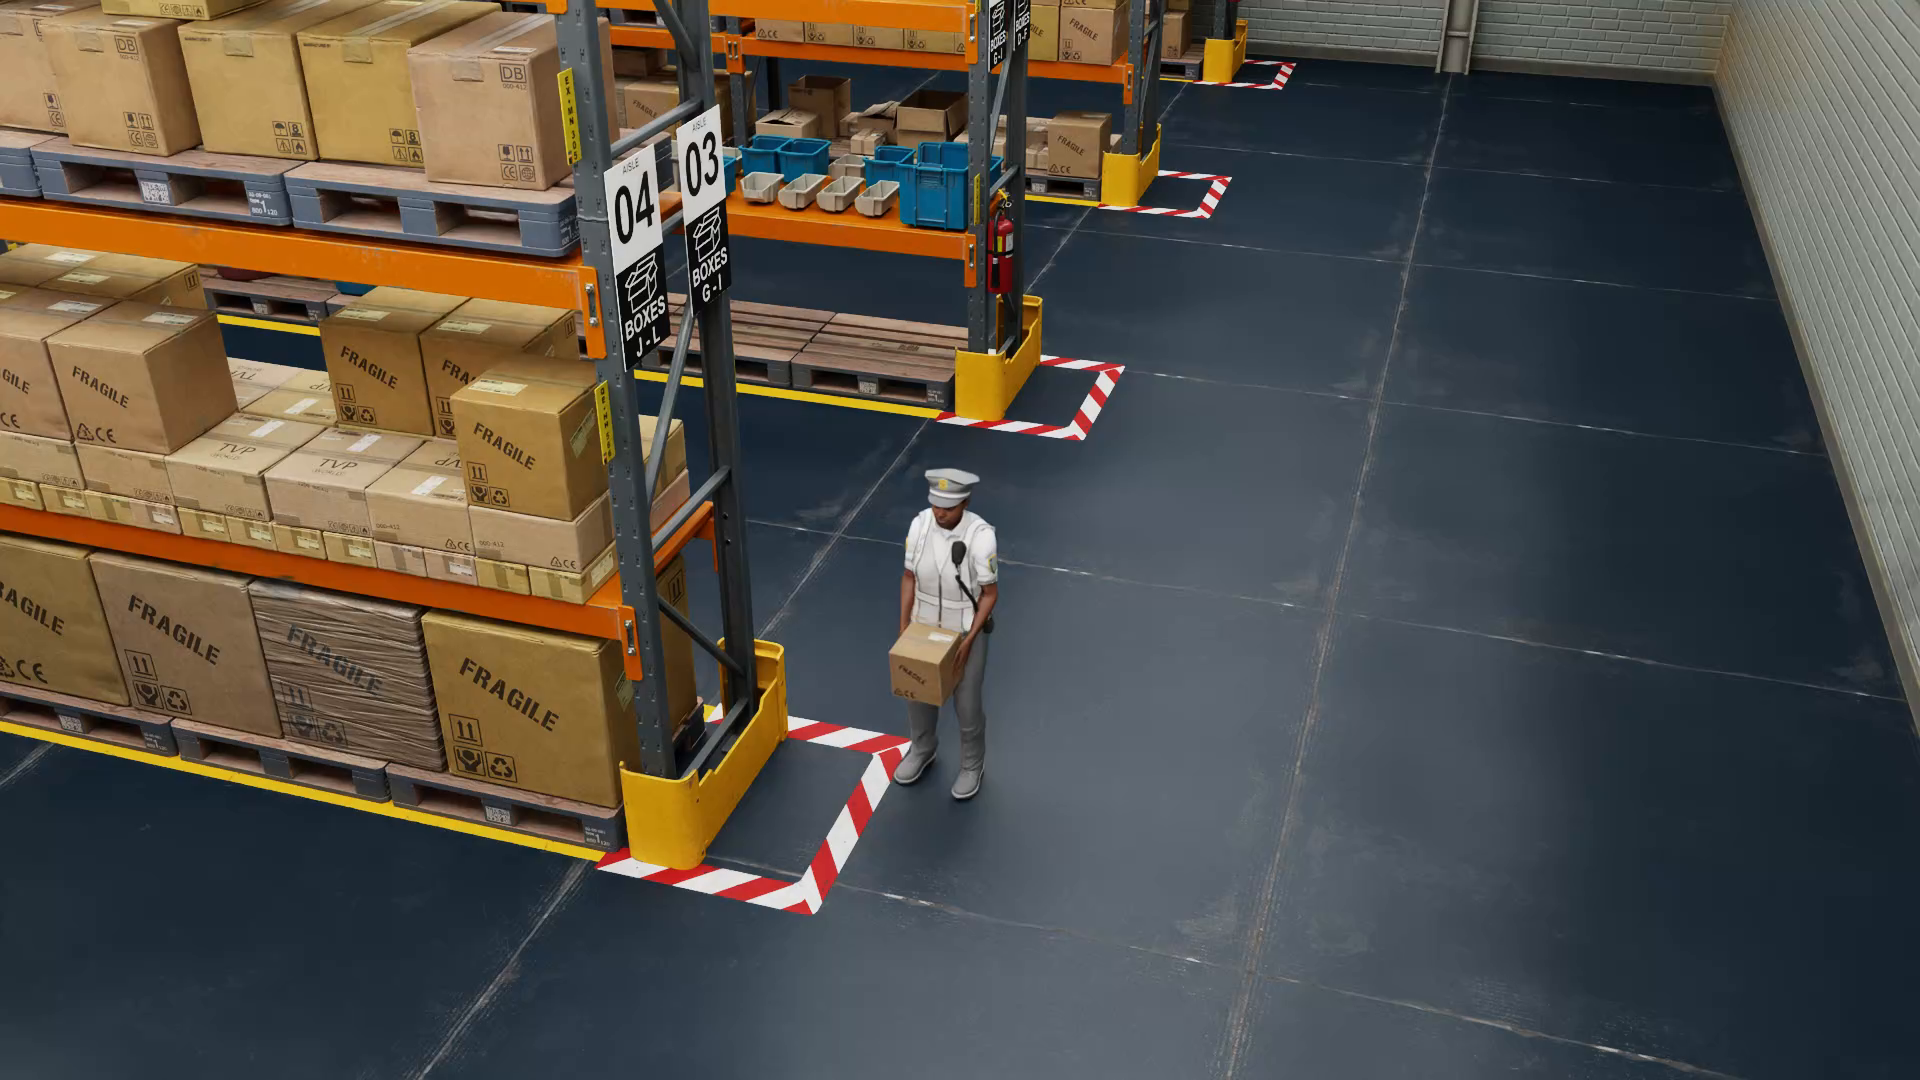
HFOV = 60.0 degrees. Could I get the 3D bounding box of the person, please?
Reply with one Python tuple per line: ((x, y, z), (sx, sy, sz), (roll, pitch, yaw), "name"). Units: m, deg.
((-0.064, 0.425, 7.721), (0.479, 1.684, 0.429), (12, 32, 20), "person")
